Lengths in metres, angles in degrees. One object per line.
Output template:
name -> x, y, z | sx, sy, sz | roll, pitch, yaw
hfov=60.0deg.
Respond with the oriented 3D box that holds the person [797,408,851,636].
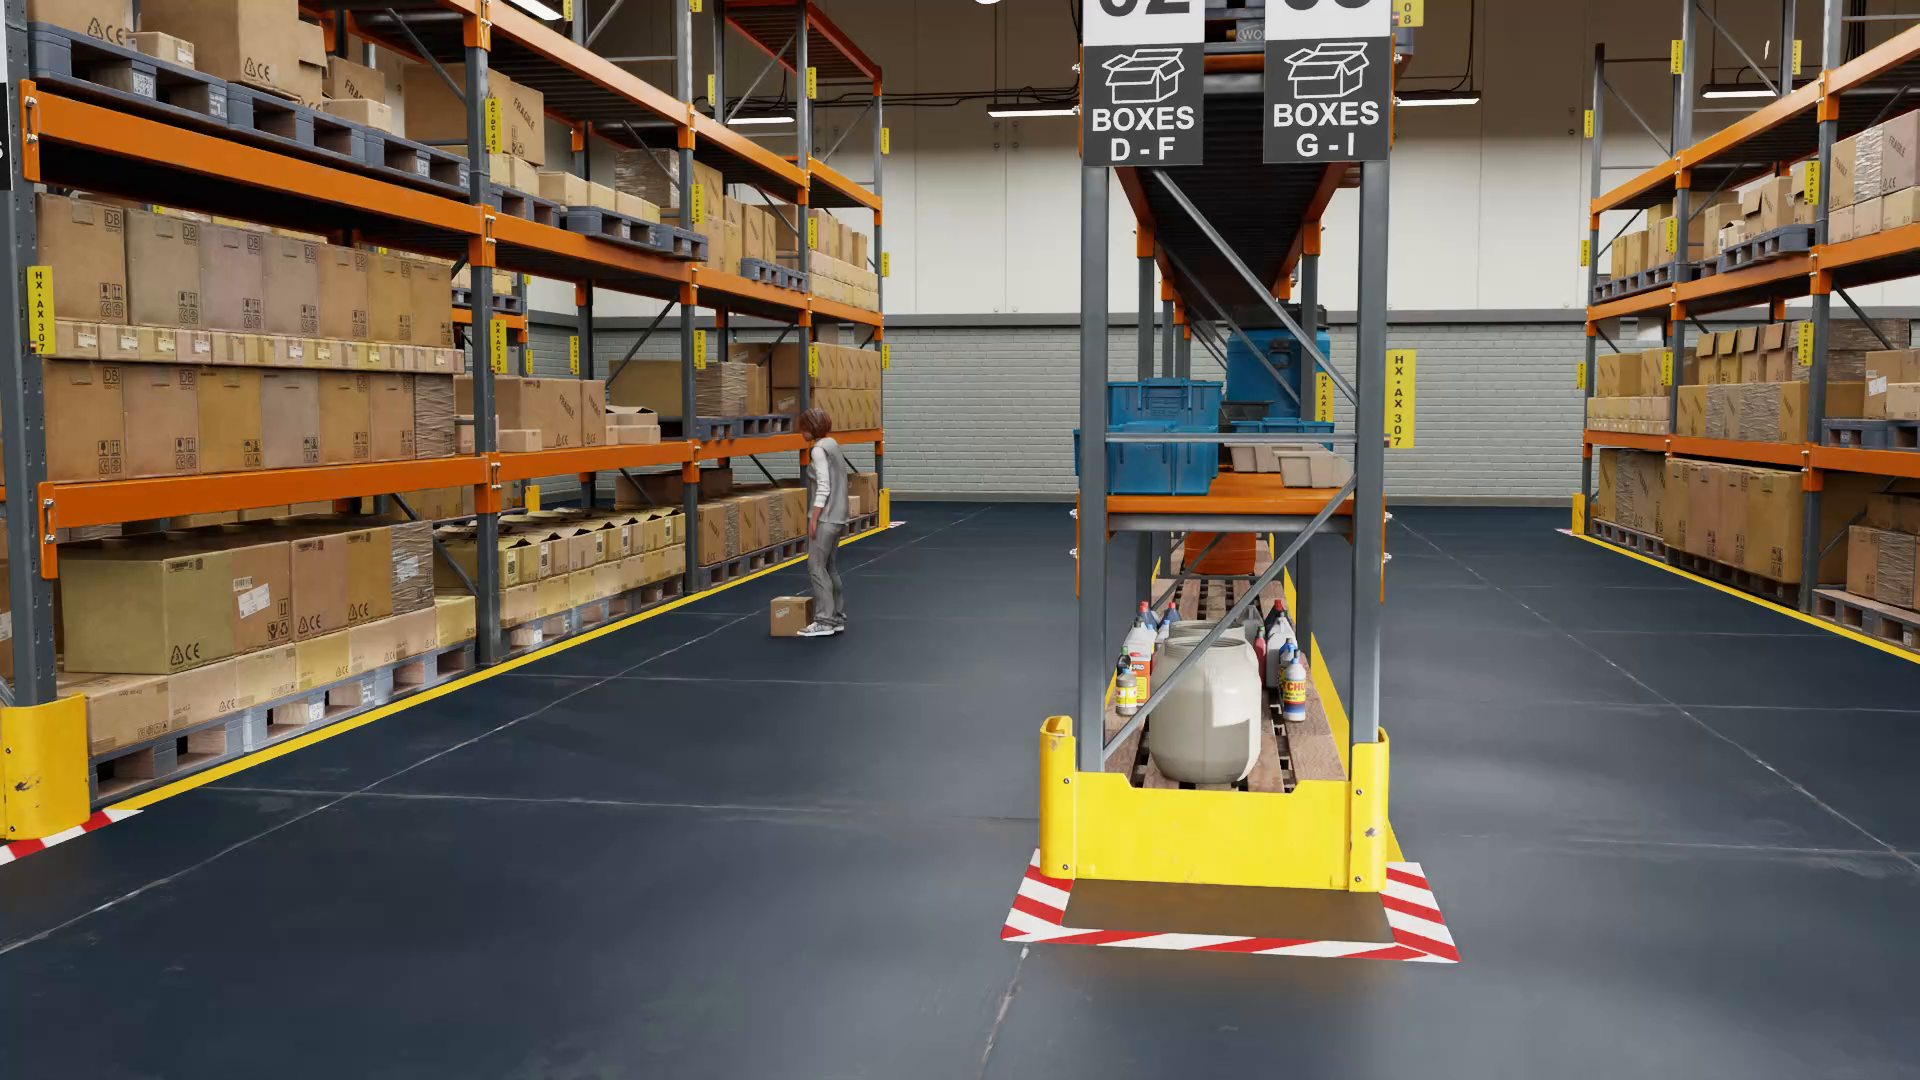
person -> -0.957, -0.127, 11.680 | 0.364, 1.593, 0.463 | 1, 5, 9
